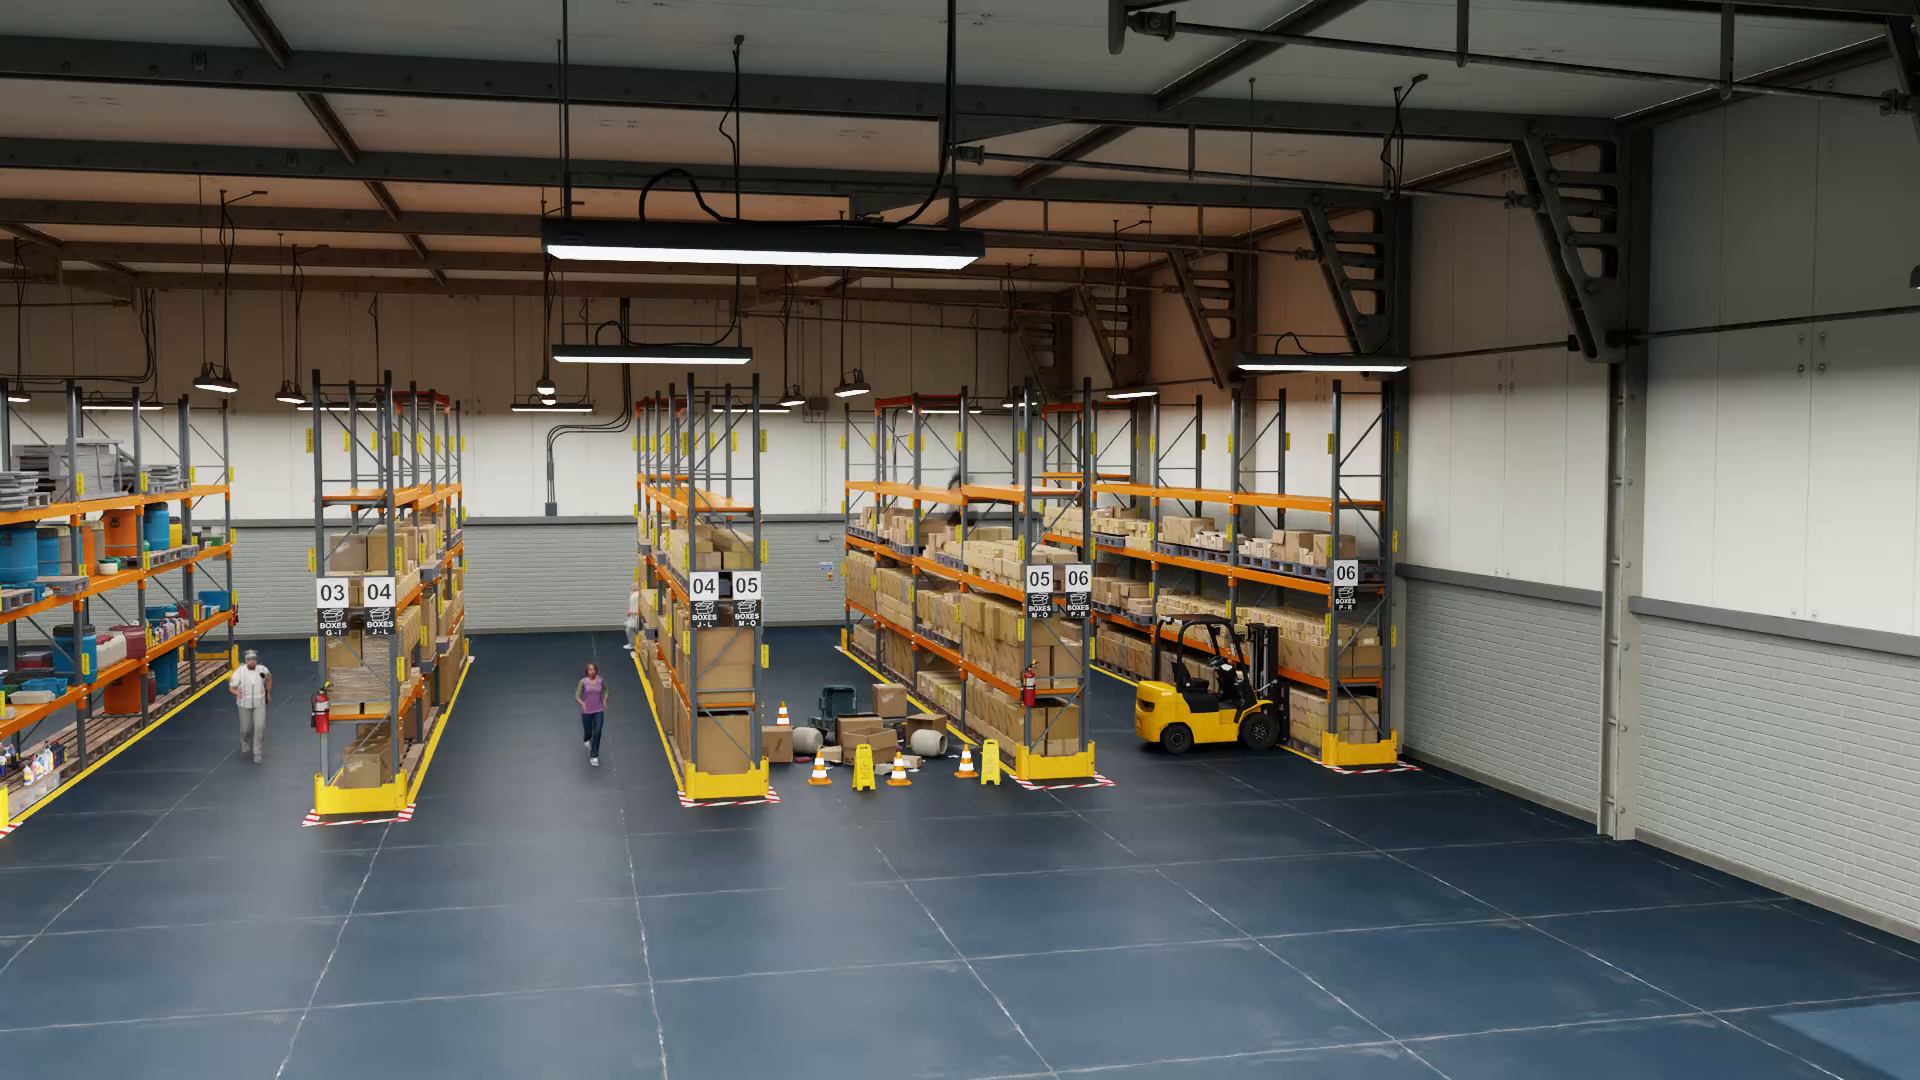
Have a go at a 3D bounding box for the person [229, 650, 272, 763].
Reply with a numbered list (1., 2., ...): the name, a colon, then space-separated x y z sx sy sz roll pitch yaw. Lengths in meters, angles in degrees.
1. person: -11.220 2.600 26.342 0.647 1.768 0.943 -2 4 -29

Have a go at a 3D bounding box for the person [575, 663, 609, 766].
1. person: -5.784 2.719 26.161 0.547 1.572 0.759 -1 3 -19

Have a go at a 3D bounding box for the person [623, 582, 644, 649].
1. person: -7.810 1.830 40.393 0.664 1.675 0.764 -1 4 -23
